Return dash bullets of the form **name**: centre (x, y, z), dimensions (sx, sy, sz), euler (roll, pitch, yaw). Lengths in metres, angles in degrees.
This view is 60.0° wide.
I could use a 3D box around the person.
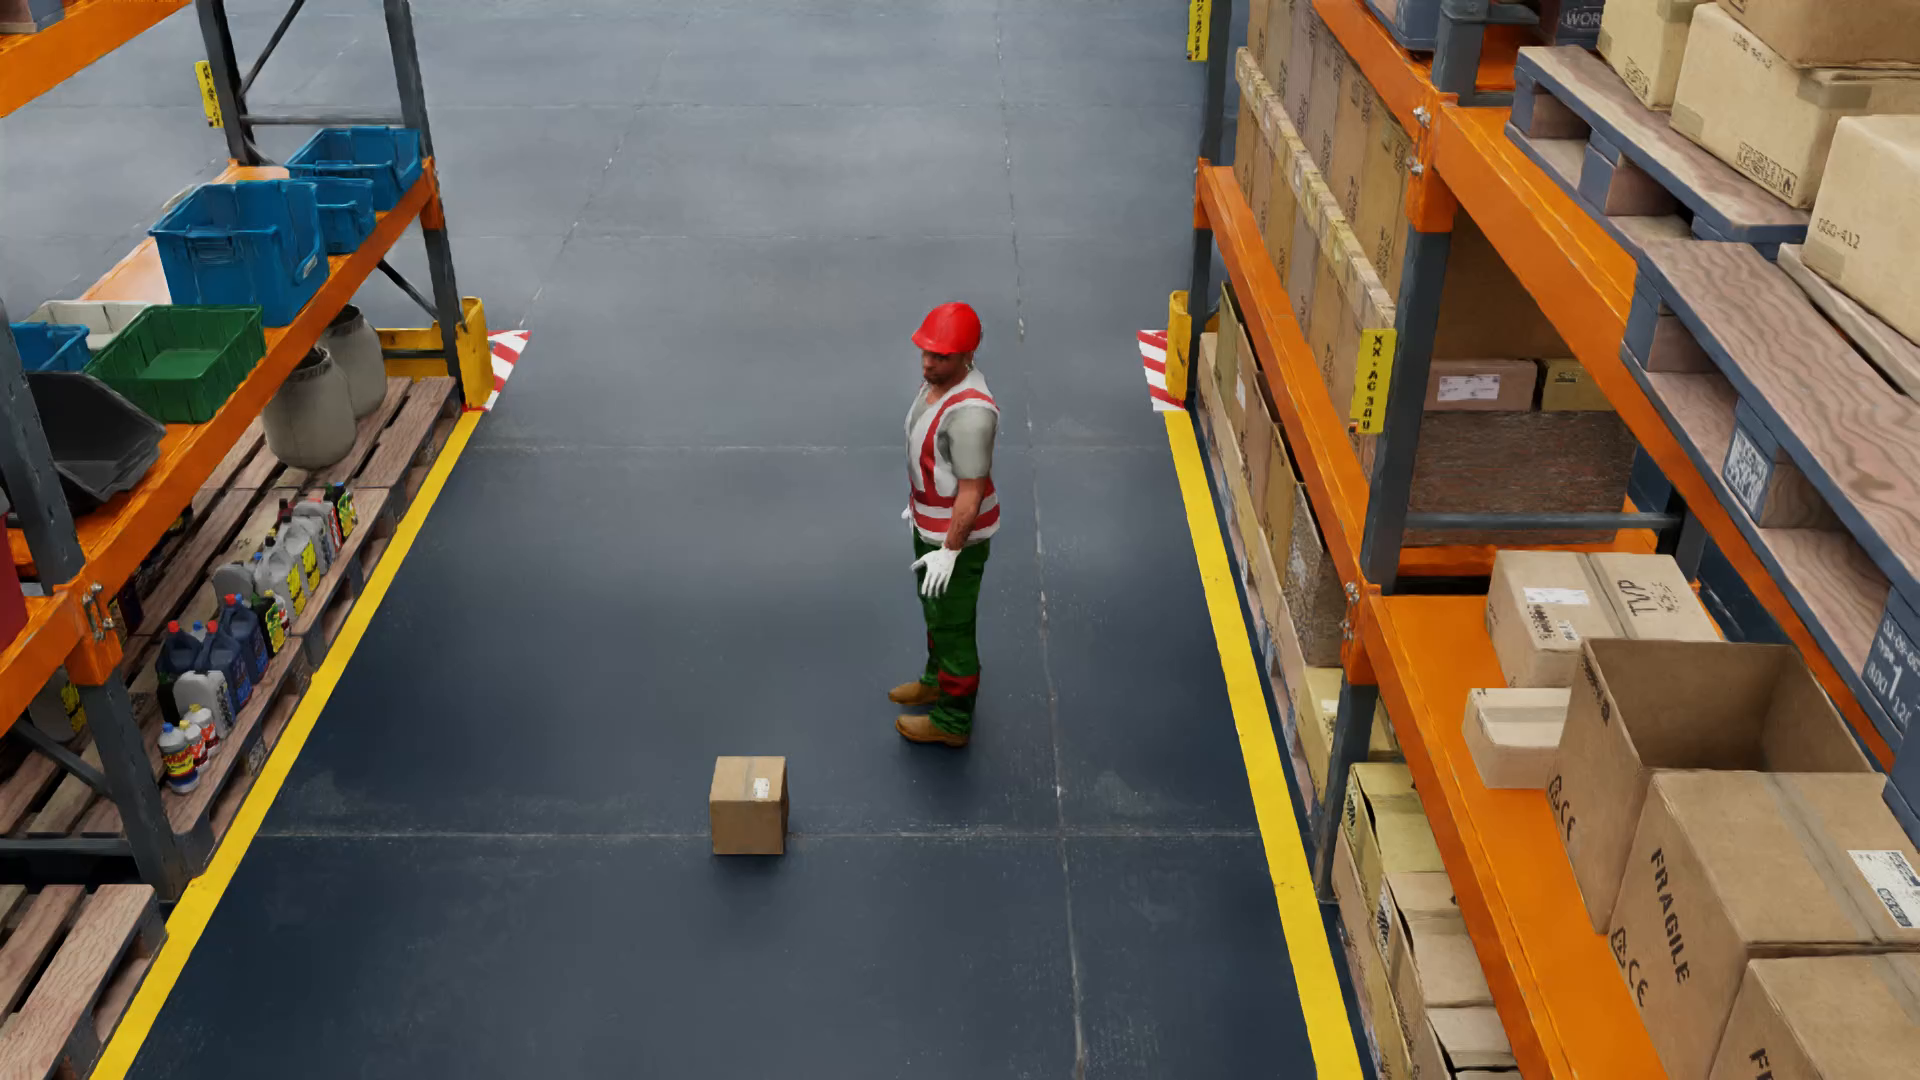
- **person**: centre (-0.065, -0.033, 6.151), dimensions (0.400, 1.821, 0.590), euler (-7, 32, -11)
